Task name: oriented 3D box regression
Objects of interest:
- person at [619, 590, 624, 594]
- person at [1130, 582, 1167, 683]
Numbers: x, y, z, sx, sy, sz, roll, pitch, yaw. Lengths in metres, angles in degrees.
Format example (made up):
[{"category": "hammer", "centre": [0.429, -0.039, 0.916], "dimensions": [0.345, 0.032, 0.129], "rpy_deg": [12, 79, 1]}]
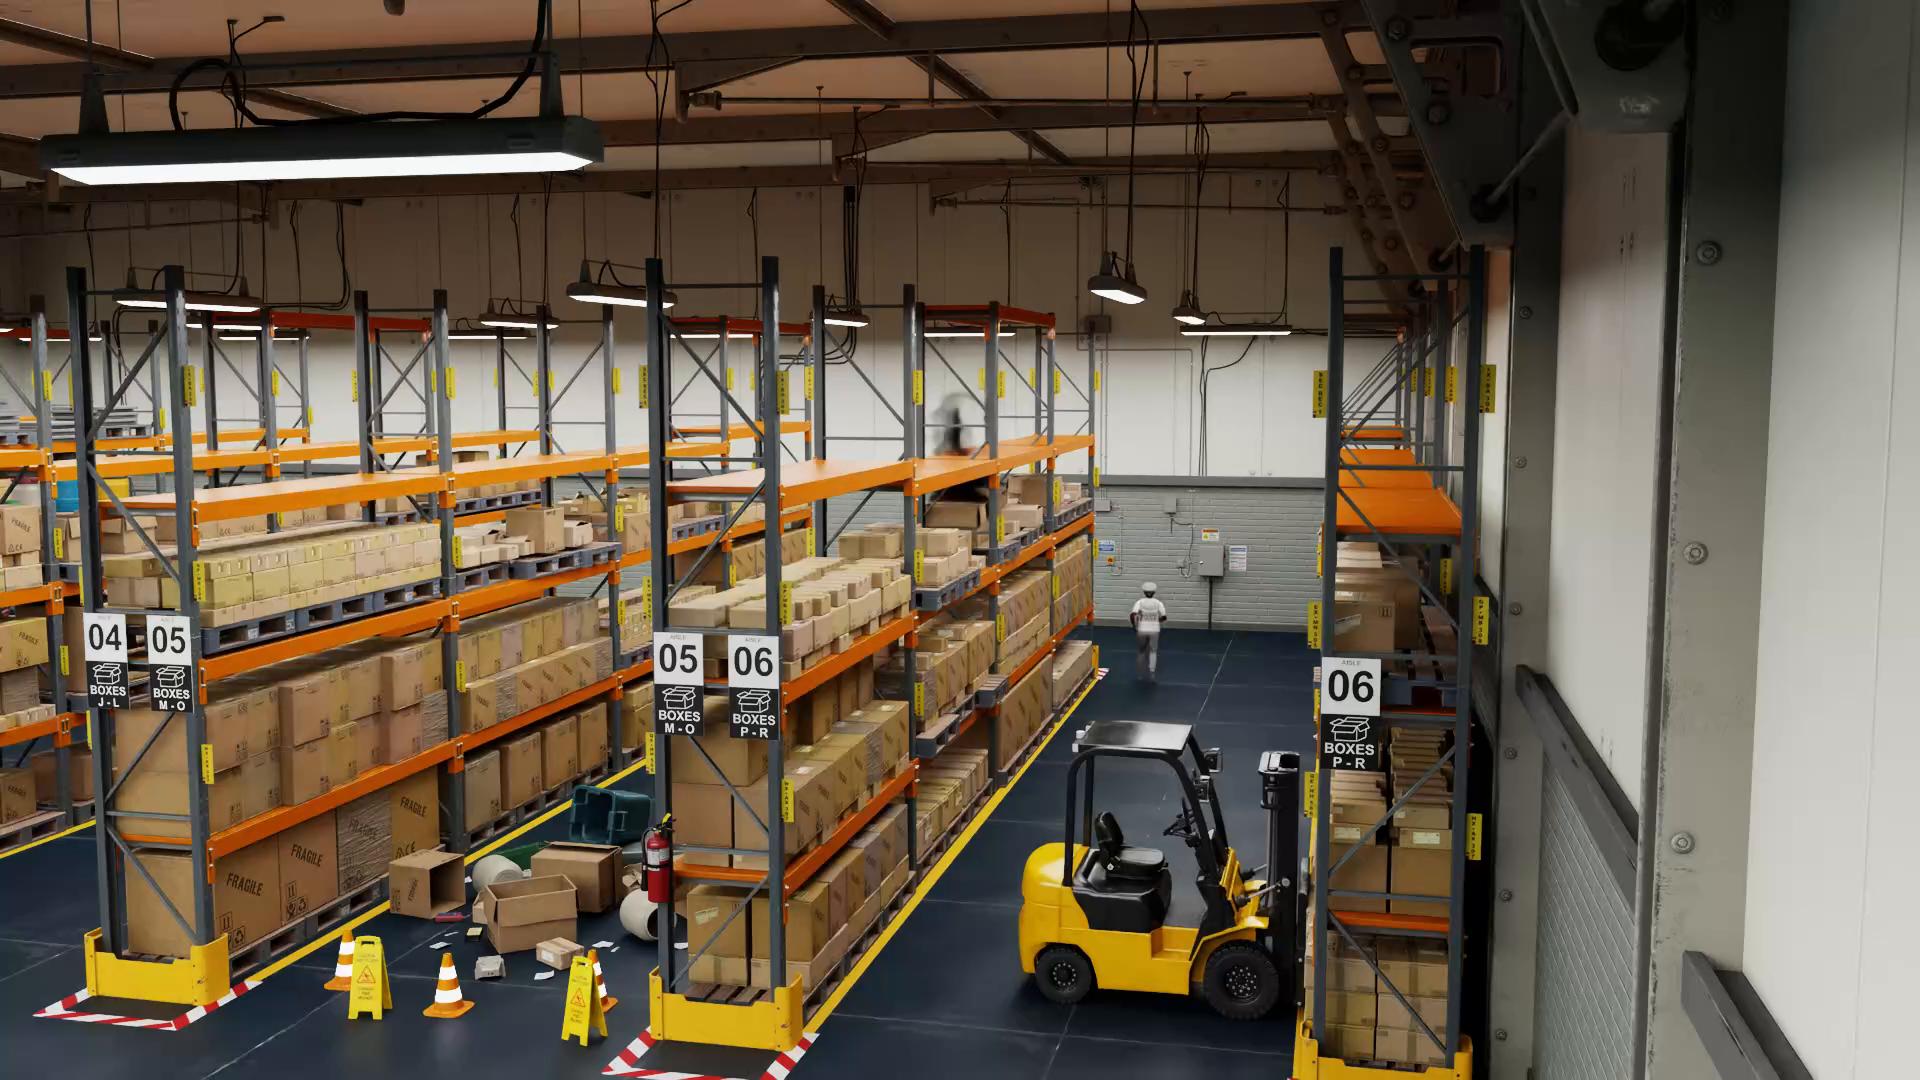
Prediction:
[{"category": "person", "centre": [-5.433, 1.629, 27.114], "dimensions": [0.610, 1.669, 0.760], "rpy_deg": [2, 6, 21]}, {"category": "person", "centre": [3.108, 1.541, 27.461], "dimensions": [0.603, 1.691, 0.864], "rpy_deg": [1, 6, 6]}]
